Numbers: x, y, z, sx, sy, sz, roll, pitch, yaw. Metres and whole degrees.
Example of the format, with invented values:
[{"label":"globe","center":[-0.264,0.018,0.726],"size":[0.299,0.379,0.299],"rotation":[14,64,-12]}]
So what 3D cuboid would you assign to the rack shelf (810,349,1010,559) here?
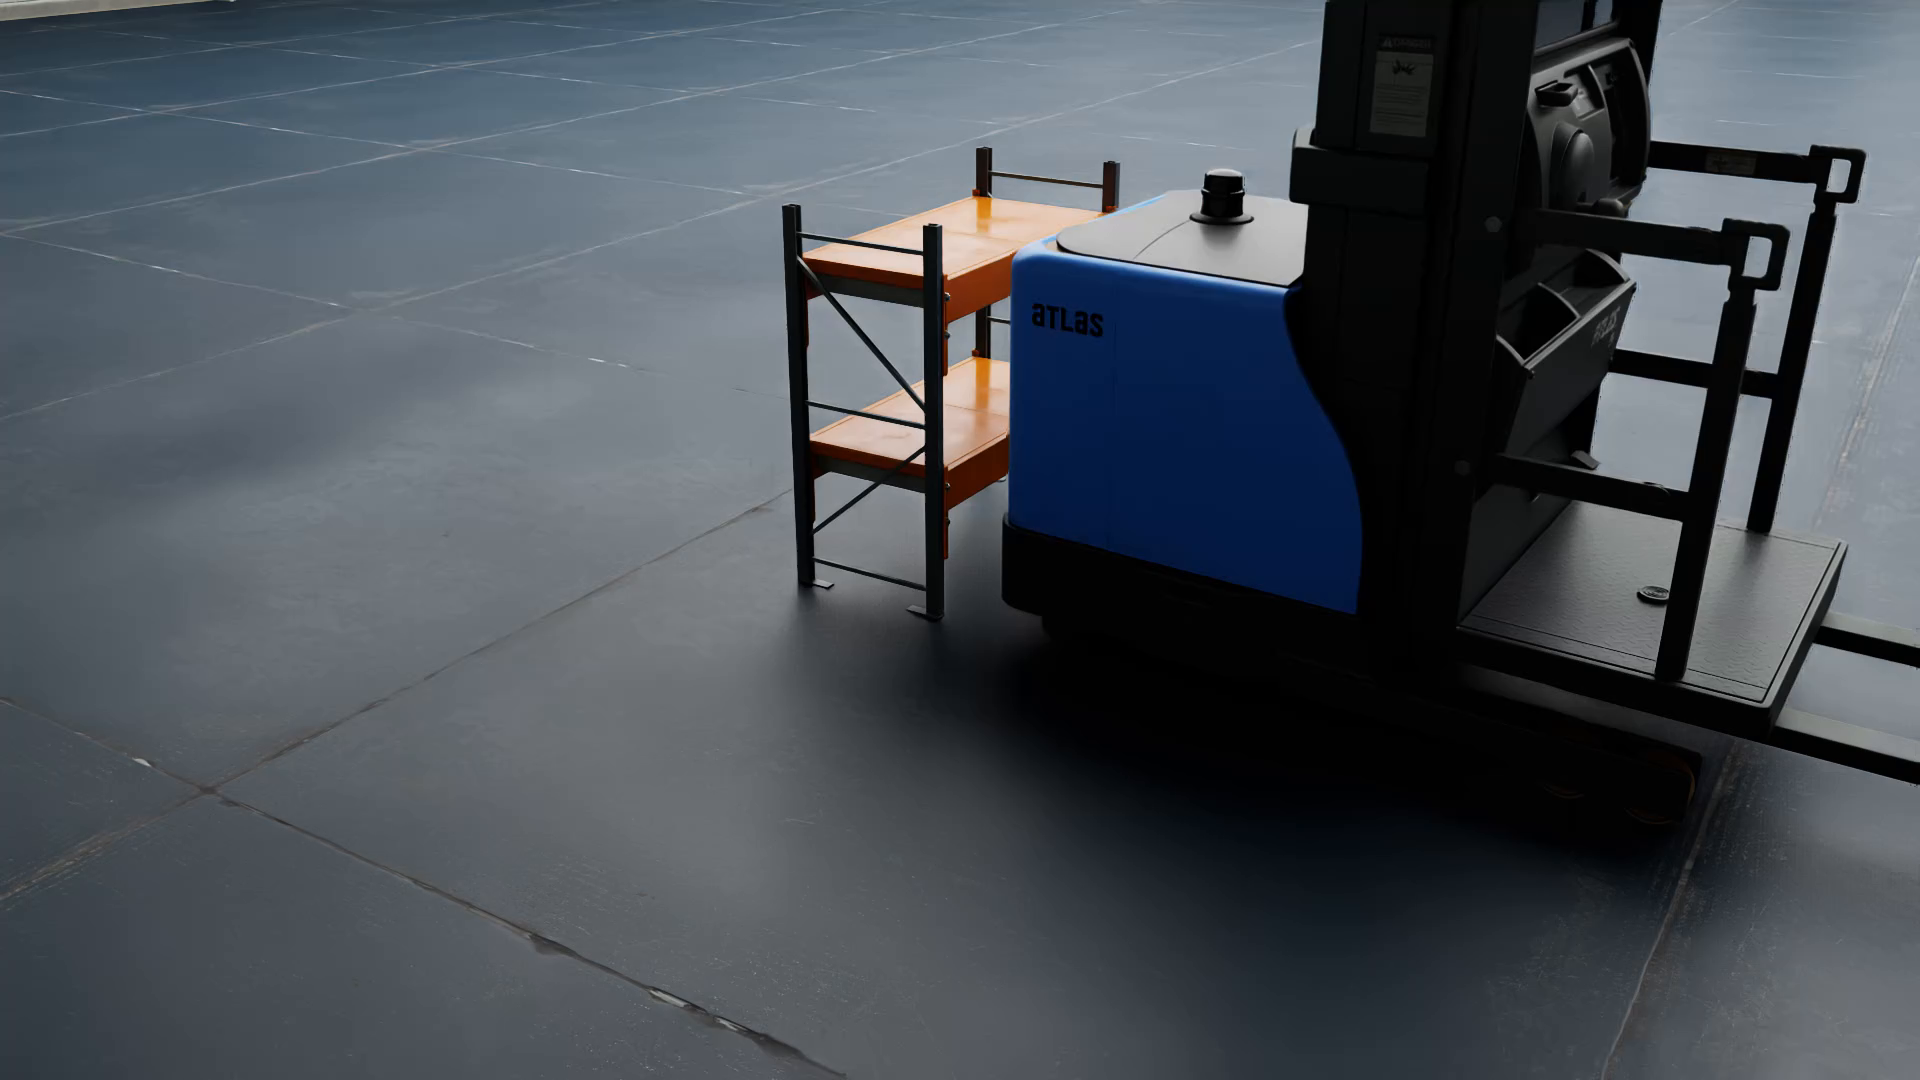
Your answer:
[{"label":"rack shelf","center":[0.004,-0.294,5.129],"size":[0.538,0.278,1.000],"rotation":[14,27,29]}]

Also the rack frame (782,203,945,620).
[{"label":"rack frame","center":[-0.265,-0.347,4.635],"size":[0.500,1.125,0.032],"rotation":[14,27,29]}]

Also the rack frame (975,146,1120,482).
[{"label":"rack frame","center":[0.272,-0.690,5.428],"size":[0.500,1.125,0.032],"rotation":[14,27,29]}]

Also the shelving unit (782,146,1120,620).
[{"label":"shelving unit","center":[0.004,-0.518,5.032],"size":[0.538,1.125,1.048],"rotation":[14,27,29]}]

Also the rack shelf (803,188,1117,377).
[{"label":"rack shelf","center":[0.004,-0.787,4.916],"size":[0.538,0.278,1.000],"rotation":[14,27,29]}]

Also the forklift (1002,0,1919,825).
[{"label":"forklift","center":[1.623,-0.942,3.736],"size":[3.031,2.935,1.130],"rotation":[15,28,31]}]
